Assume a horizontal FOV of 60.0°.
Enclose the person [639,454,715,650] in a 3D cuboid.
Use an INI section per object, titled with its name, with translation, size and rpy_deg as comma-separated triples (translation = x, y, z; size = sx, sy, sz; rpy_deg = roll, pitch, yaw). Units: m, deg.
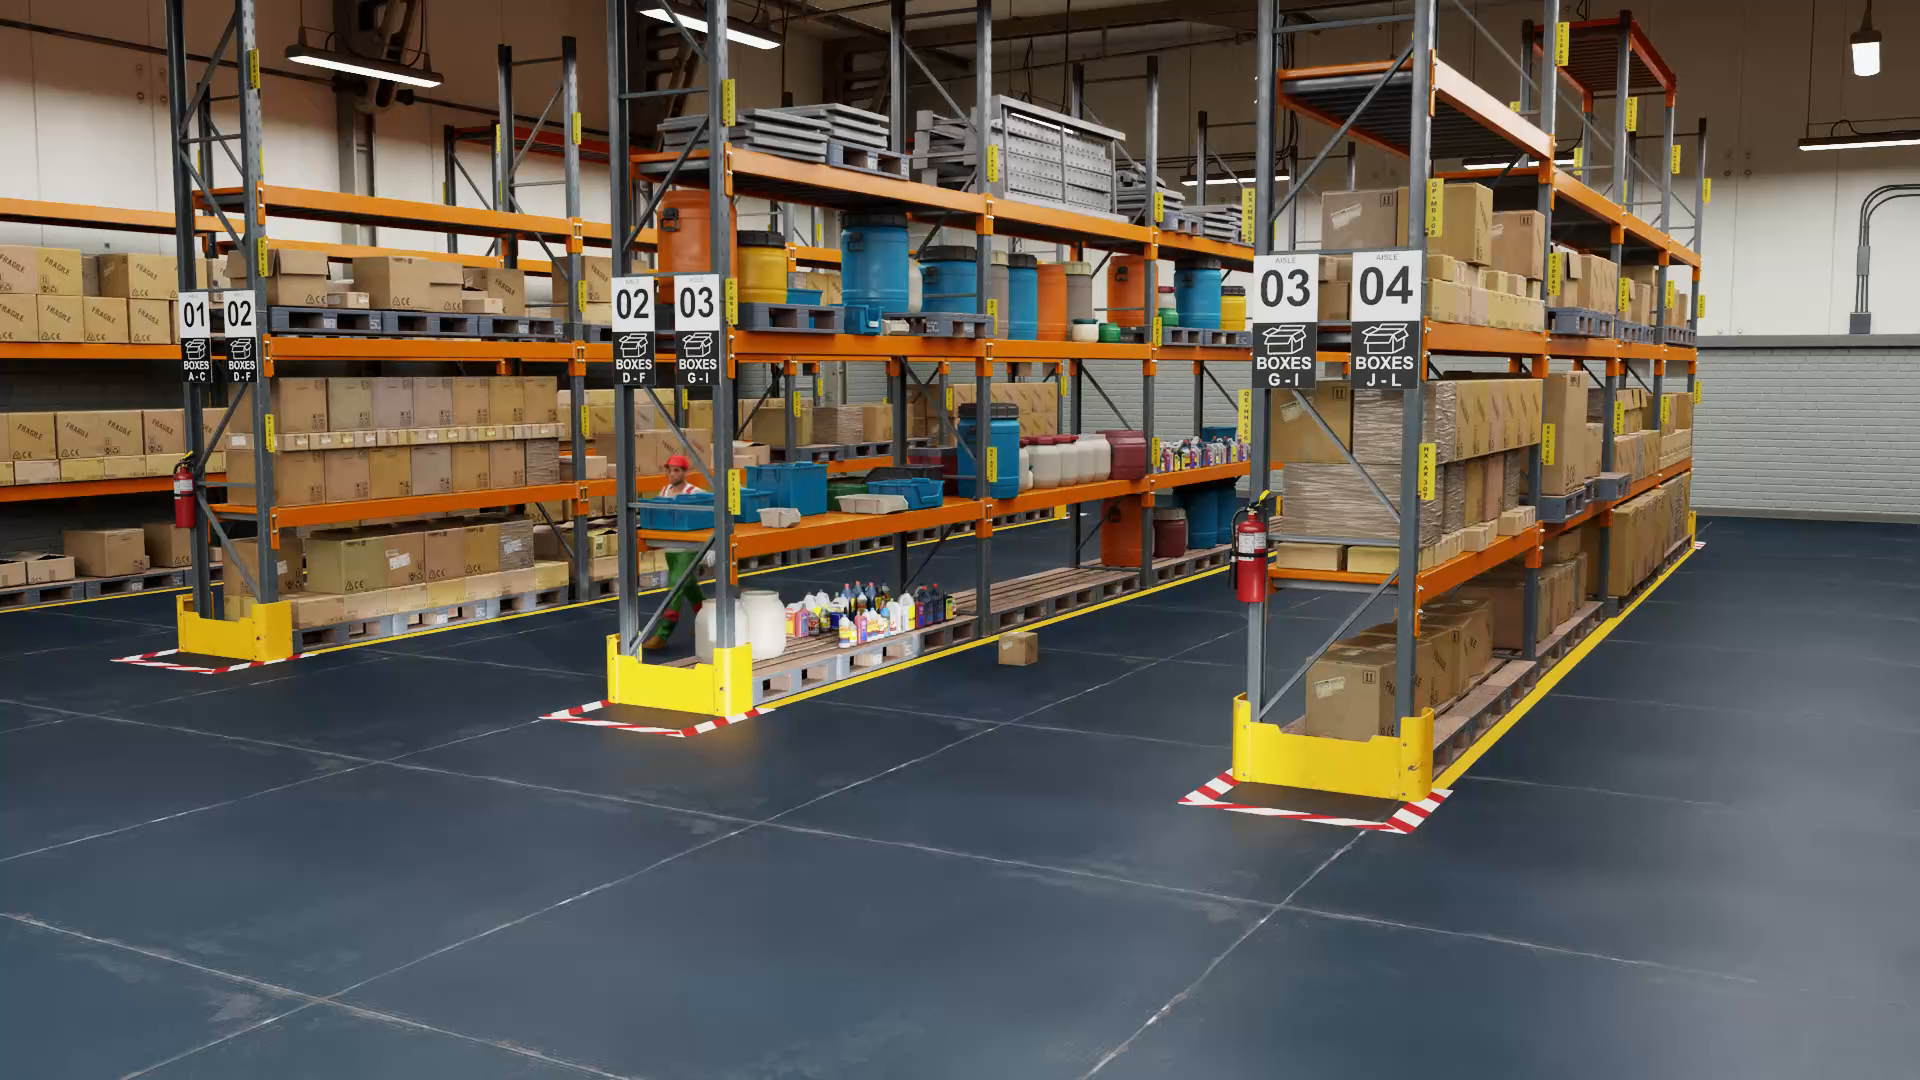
[person]
translation = -2.591, 0.084, 15.086
size = 0.559, 1.724, 1.069
rpy_deg = 4, 7, 35
